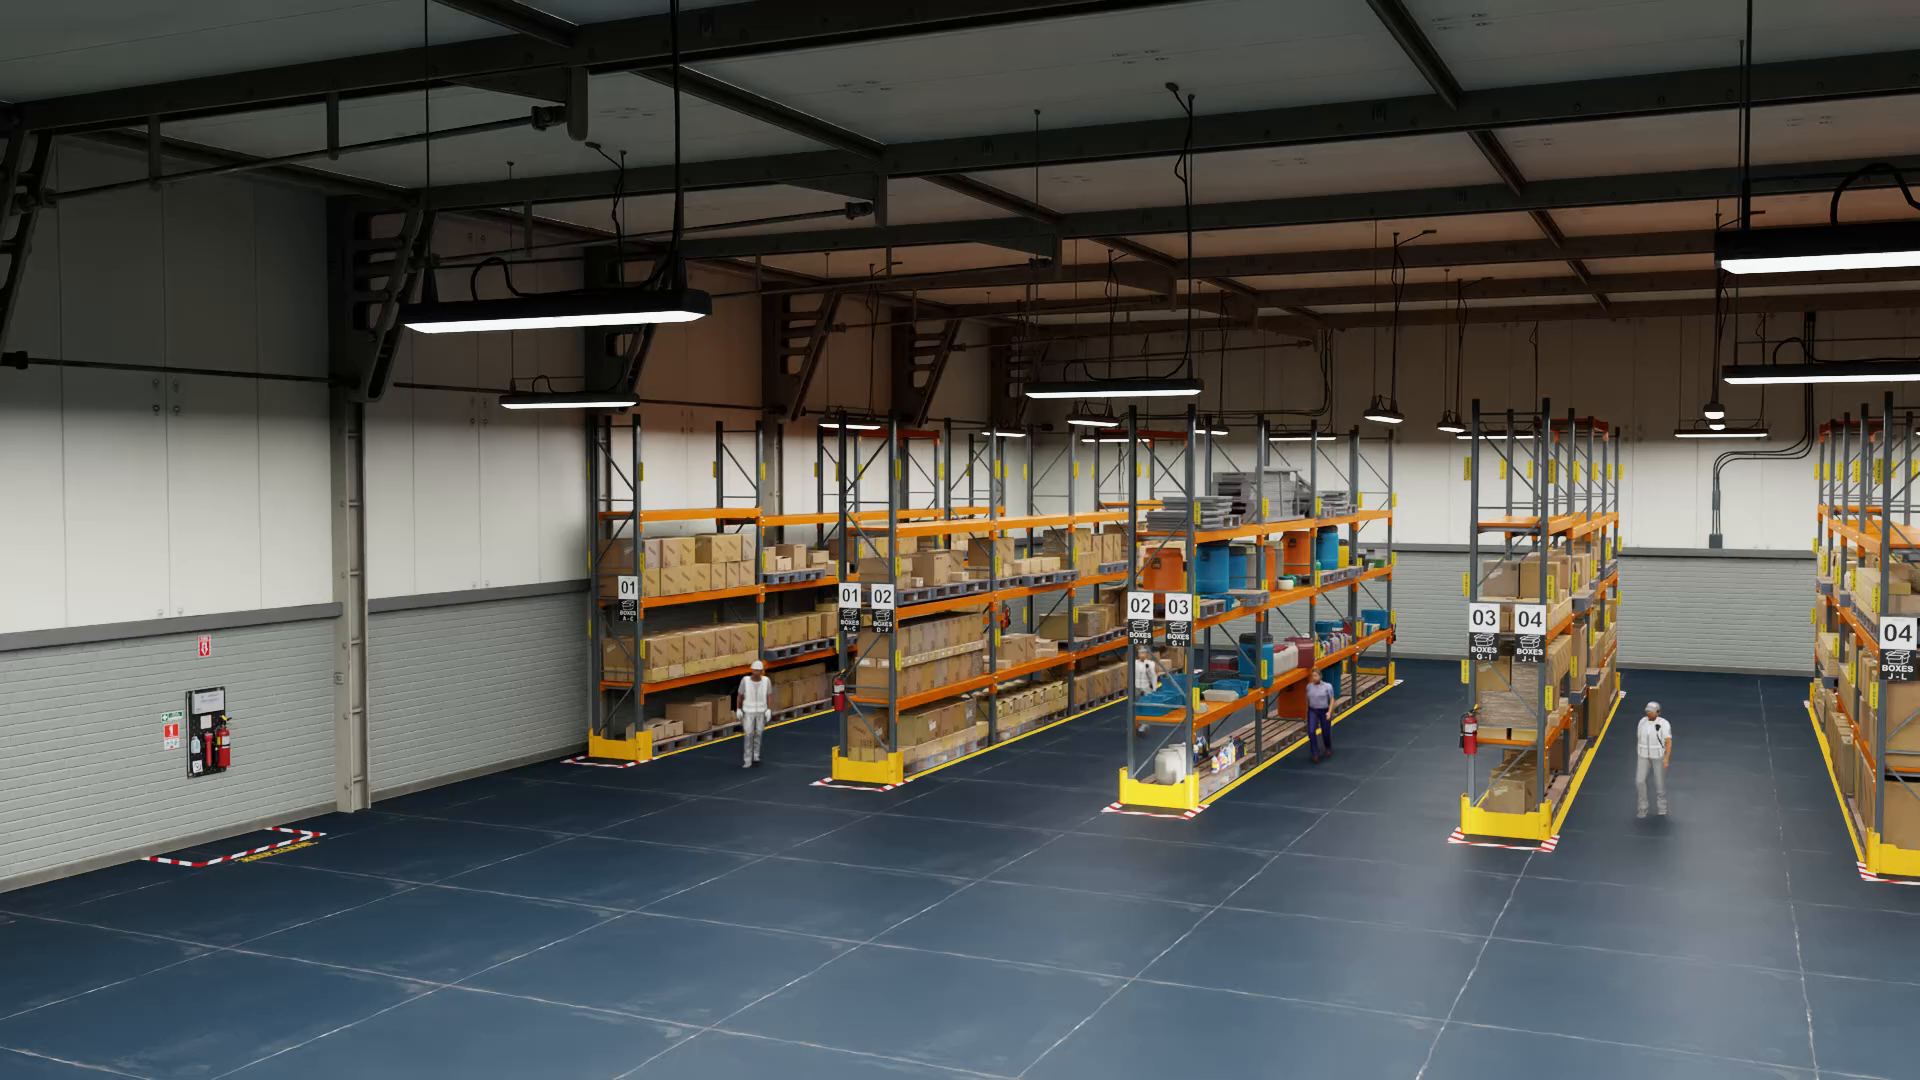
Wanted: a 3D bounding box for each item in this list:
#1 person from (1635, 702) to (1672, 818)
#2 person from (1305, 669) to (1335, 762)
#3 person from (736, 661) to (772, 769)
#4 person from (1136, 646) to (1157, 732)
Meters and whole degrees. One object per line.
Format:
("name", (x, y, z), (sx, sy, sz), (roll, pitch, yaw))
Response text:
("person", (10.081, 3.201, 24.165), (0.527, 1.721, 0.557), (2, 3, 44))
("person", (6.253, 3.034, 28.951), (0.526, 1.552, 0.803), (1, 3, 21))
("person", (-3.508, 2.973, 28.400), (0.585, 1.837, 0.696), (-1, 2, -20))
("person", (3.466, 2.849, 31.794), (0.492, 1.640, 0.962), (1, 3, 29))
